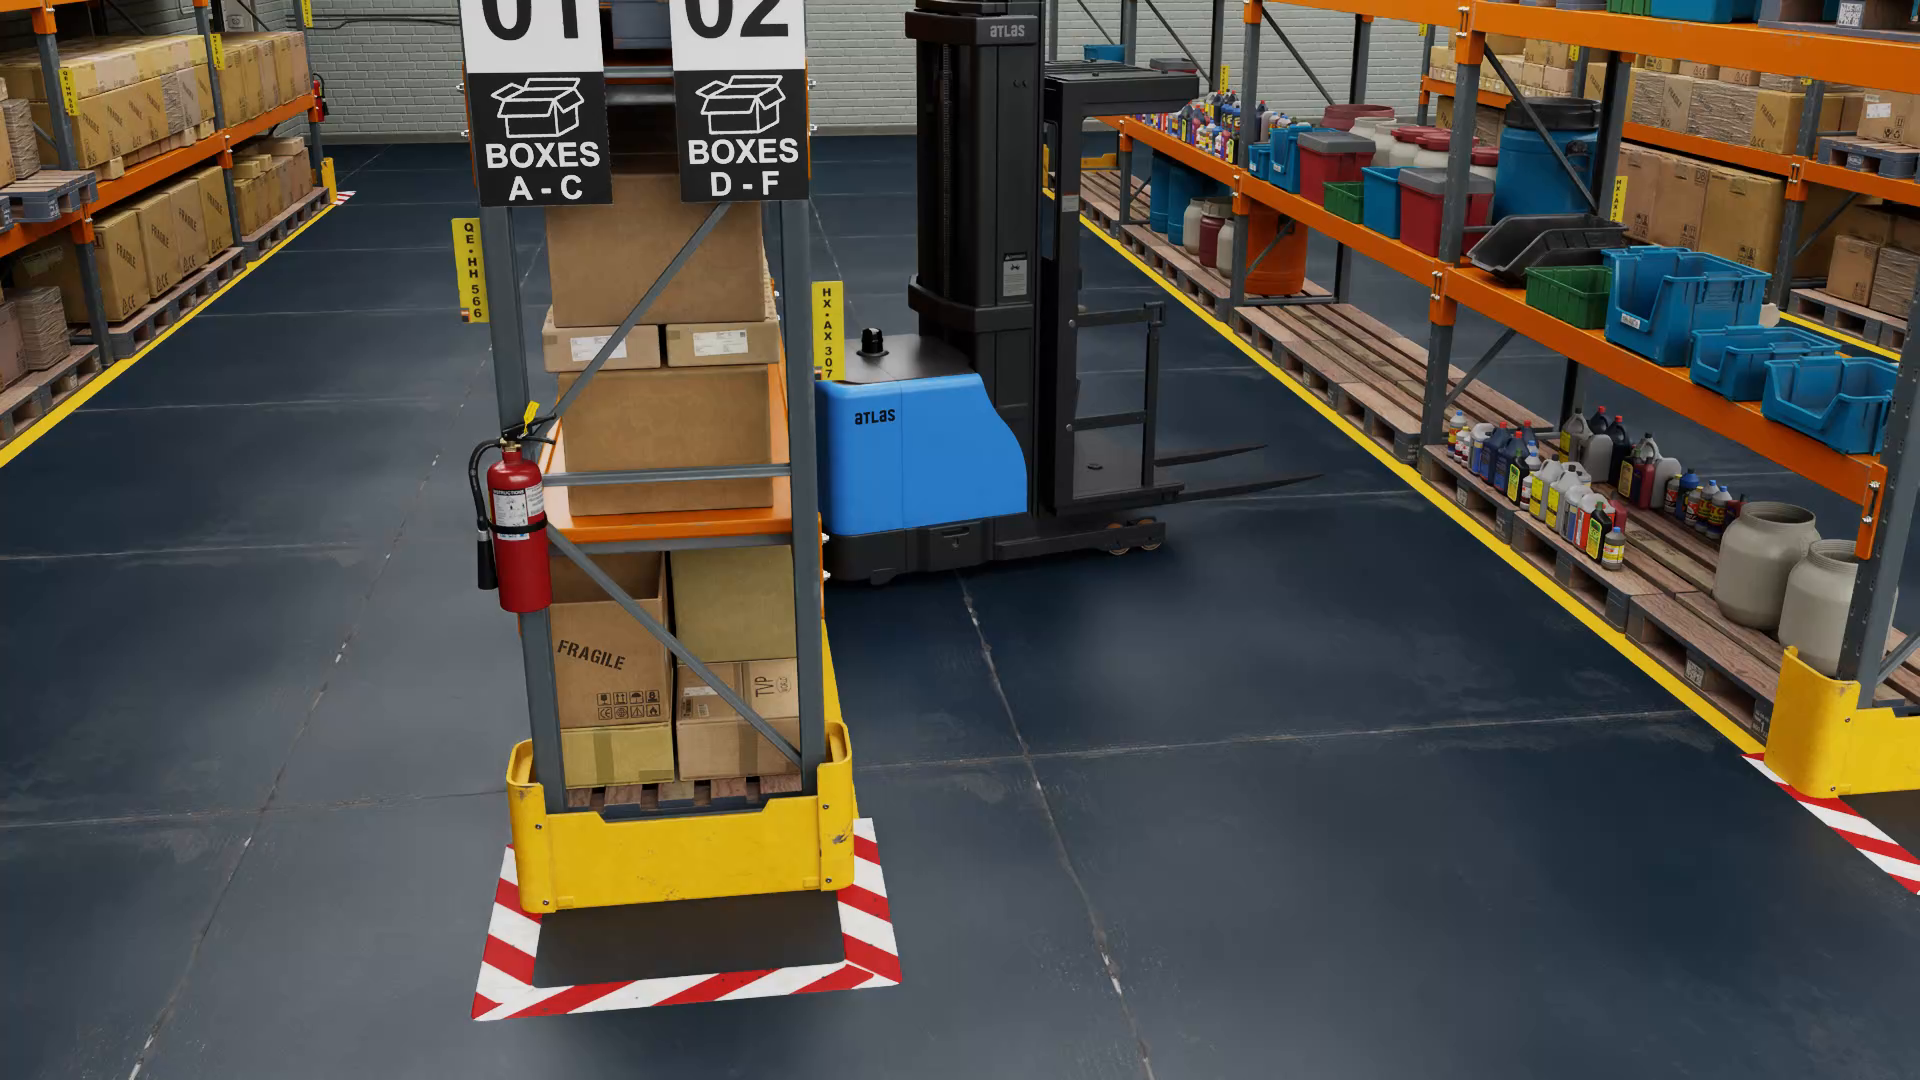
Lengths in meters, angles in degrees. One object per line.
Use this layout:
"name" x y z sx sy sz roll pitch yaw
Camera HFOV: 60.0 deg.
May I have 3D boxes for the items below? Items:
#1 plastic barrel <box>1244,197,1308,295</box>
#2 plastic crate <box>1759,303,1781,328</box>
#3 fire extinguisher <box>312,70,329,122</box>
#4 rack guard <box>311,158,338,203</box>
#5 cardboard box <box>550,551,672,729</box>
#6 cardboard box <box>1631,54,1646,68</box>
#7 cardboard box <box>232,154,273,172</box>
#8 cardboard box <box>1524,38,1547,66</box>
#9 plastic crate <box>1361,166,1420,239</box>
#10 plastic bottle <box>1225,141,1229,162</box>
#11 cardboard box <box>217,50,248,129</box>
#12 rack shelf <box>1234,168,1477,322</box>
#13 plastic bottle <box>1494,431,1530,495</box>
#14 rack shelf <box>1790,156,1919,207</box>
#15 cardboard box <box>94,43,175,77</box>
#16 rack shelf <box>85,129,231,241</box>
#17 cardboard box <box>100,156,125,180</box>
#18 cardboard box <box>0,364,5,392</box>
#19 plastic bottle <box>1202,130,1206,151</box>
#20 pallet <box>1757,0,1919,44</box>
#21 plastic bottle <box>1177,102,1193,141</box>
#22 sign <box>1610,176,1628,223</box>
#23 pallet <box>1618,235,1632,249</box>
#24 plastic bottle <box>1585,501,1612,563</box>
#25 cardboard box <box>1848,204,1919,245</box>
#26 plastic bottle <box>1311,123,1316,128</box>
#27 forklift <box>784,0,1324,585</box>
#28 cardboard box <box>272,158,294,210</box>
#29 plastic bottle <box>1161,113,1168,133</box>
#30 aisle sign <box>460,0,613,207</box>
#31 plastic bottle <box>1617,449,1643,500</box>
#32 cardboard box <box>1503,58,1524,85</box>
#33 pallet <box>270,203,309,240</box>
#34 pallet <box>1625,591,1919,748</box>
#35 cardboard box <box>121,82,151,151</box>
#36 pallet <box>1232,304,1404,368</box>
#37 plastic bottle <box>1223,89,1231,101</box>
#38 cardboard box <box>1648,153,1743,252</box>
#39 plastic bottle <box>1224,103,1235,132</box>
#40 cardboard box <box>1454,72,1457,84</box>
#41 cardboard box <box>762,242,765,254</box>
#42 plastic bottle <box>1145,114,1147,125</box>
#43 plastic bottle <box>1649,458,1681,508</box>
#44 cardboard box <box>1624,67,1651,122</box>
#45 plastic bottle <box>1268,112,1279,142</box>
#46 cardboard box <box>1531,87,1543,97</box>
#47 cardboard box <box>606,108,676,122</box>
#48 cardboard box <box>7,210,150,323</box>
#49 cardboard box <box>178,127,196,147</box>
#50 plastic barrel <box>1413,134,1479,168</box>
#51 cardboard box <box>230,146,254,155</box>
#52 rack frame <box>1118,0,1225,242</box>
"plastic barrel" 2.685 -2.574 14.322 0.600 0.830 0.708 -3 21 -8
"plastic crate" 3.834 -1.168 8.432 0.530 0.136 0.437 -3 21 -8
"fire extinguisher" -7.749 -5.360 19.924 0.296 0.674 0.183 -3 21 -8
"rack guard" -8.187 -4.333 20.103 1.175 0.500 0.348 -3 21 -8
"cardboard box" -1.348 0.362 6.217 0.500 0.500 0.500 -3 21 -8
"cardboard box" 7.198 -5.156 17.158 0.797 0.503 0.637 -3 21 -9
"cardboard box" -7.558 -4.013 17.719 0.380 0.149 0.250 -4 21 -9
"cardboard box" 6.698 -5.600 18.640 0.500 0.500 0.500 -3 21 -7
"plastic crate" 2.883 -2.199 10.840 0.392 0.384 0.575 -3 21 -8
"plastic bottle" 2.294 -3.292 14.027 0.097 0.201 0.097 0 20 0
"cardboard box" -7.669 -4.440 16.388 0.980 0.700 0.700 -3 21 -7
"rack shelf" 3.061 -2.196 11.837 1.077 0.370 4.000 -3 21 -8
"plastic bottle" 3.082 -0.440 9.264 0.144 0.351 0.185 -4 21 -10
"rack shelf" 7.962 -2.446 12.506 1.077 0.370 4.000 -3 21 -8
"cardboard box" -7.149 -4.155 14.384 0.500 0.250 0.500 -3 21 -7
"rack shelf" -7.319 -3.081 14.207 1.077 0.370 4.000 -3 21 -8
"cardboard box" -6.831 -2.927 13.097 0.380 0.149 0.250 -2 21 -6
"cardboard box" -6.817 -1.159 10.977 0.700 0.500 0.500 -3 21 -8
"plastic bottle" 2.190 -3.540 14.692 0.097 0.201 0.097 0 20 0
"pallet" 3.904 -2.064 6.437 1.003 0.211 1.213 -3 21 -8
"plastic bottle" 2.100 -3.884 15.399 0.144 0.351 0.185 -3 21 -8
"sign" 3.895 -1.994 9.873 0.100 0.325 0.005 -3 21 -8
"pallet" 7.283 -3.291 17.725 1.003 0.211 1.213 -3 21 -8
"plastic bottle" 3.193 -0.043 8.296 0.061 0.283 0.133 -2 21 -6
"cardboard box" 7.800 -2.631 13.846 0.500 0.250 0.500 -2 21 -6
"plastic bottle" 3.028 -3.453 14.341 0.061 0.283 0.133 -3 21 -8
"forklift" 0.579 -1.455 8.923 3.031 2.935 1.130 -8 22 -21
"cardboard box" -7.839 -3.937 18.442 0.700 0.500 0.500 -4 21 -10
"plastic bottle" 2.019 -4.052 15.956 0.152 0.276 0.135 -3 21 -8
"aisle sign" -1.257 -1.387 4.928 0.394 0.787 0.004 -3 21 -8
"plastic bottle" 3.704 -0.373 9.182 0.061 0.283 0.133 -3 21 -8
"cardboard box" 6.623 -5.425 19.243 0.500 0.250 0.500 -2 21 -7
"pallet" -7.819 -3.495 18.272 1.003 0.211 1.213 -3 21 -8
"pallet" 3.757 0.545 7.455 1.003 0.211 1.213 -3 21 -8
"cardboard box" -6.984 -3.456 13.586 0.500 0.500 0.500 -3 21 -8
"pallet" 2.846 -1.649 13.330 1.003 0.211 1.213 -3 21 -8
"plastic bottle" 2.653 -4.286 16.474 0.144 0.351 0.185 -3 21 -8
"cardboard box" 7.474 -3.226 16.002 1.225 0.875 0.875 -3 21 -8
"plastic bottle" 2.597 -4.070 16.009 0.097 0.271 0.097 0 20 0
"cardboard box" 6.360 -5.720 20.604 0.380 0.149 0.250 -3 21 -9
"cardboard box" -1.007 -1.150 6.939 0.380 0.149 0.250 -3 21 -8
"plastic bottle" 1.895 -4.283 16.580 0.097 0.271 0.097 0 20 0
"plastic bottle" 3.821 -0.328 9.070 0.152 0.276 0.135 -3 21 -7
"cardboard box" 6.990 -4.561 16.998 0.500 0.500 0.500 -3 21 -8
"plastic bottle" 2.874 -3.773 15.214 0.097 0.271 0.097 0 20 0
"cardboard box" 6.655 -5.010 18.701 0.380 0.149 0.250 -3 21 -9
"cardboard box" -1.265 -1.572 7.141 0.700 0.500 0.500 -3 21 -8
"cardboard box" -7.007 -2.177 13.229 0.750 0.750 0.750 -3 21 -8
"cardboard box" -7.130 -3.633 14.987 0.380 0.149 0.250 -3 21 -8
"plastic barrel" 3.323 -2.501 11.430 0.433 0.535 0.433 0 20 0
"cardboard box" -8.053 -4.271 18.410 0.380 0.149 0.250 -3 21 -7
"rack frame" 2.196 -4.610 17.273 1.000 3.000 0.127 -3 21 -8
